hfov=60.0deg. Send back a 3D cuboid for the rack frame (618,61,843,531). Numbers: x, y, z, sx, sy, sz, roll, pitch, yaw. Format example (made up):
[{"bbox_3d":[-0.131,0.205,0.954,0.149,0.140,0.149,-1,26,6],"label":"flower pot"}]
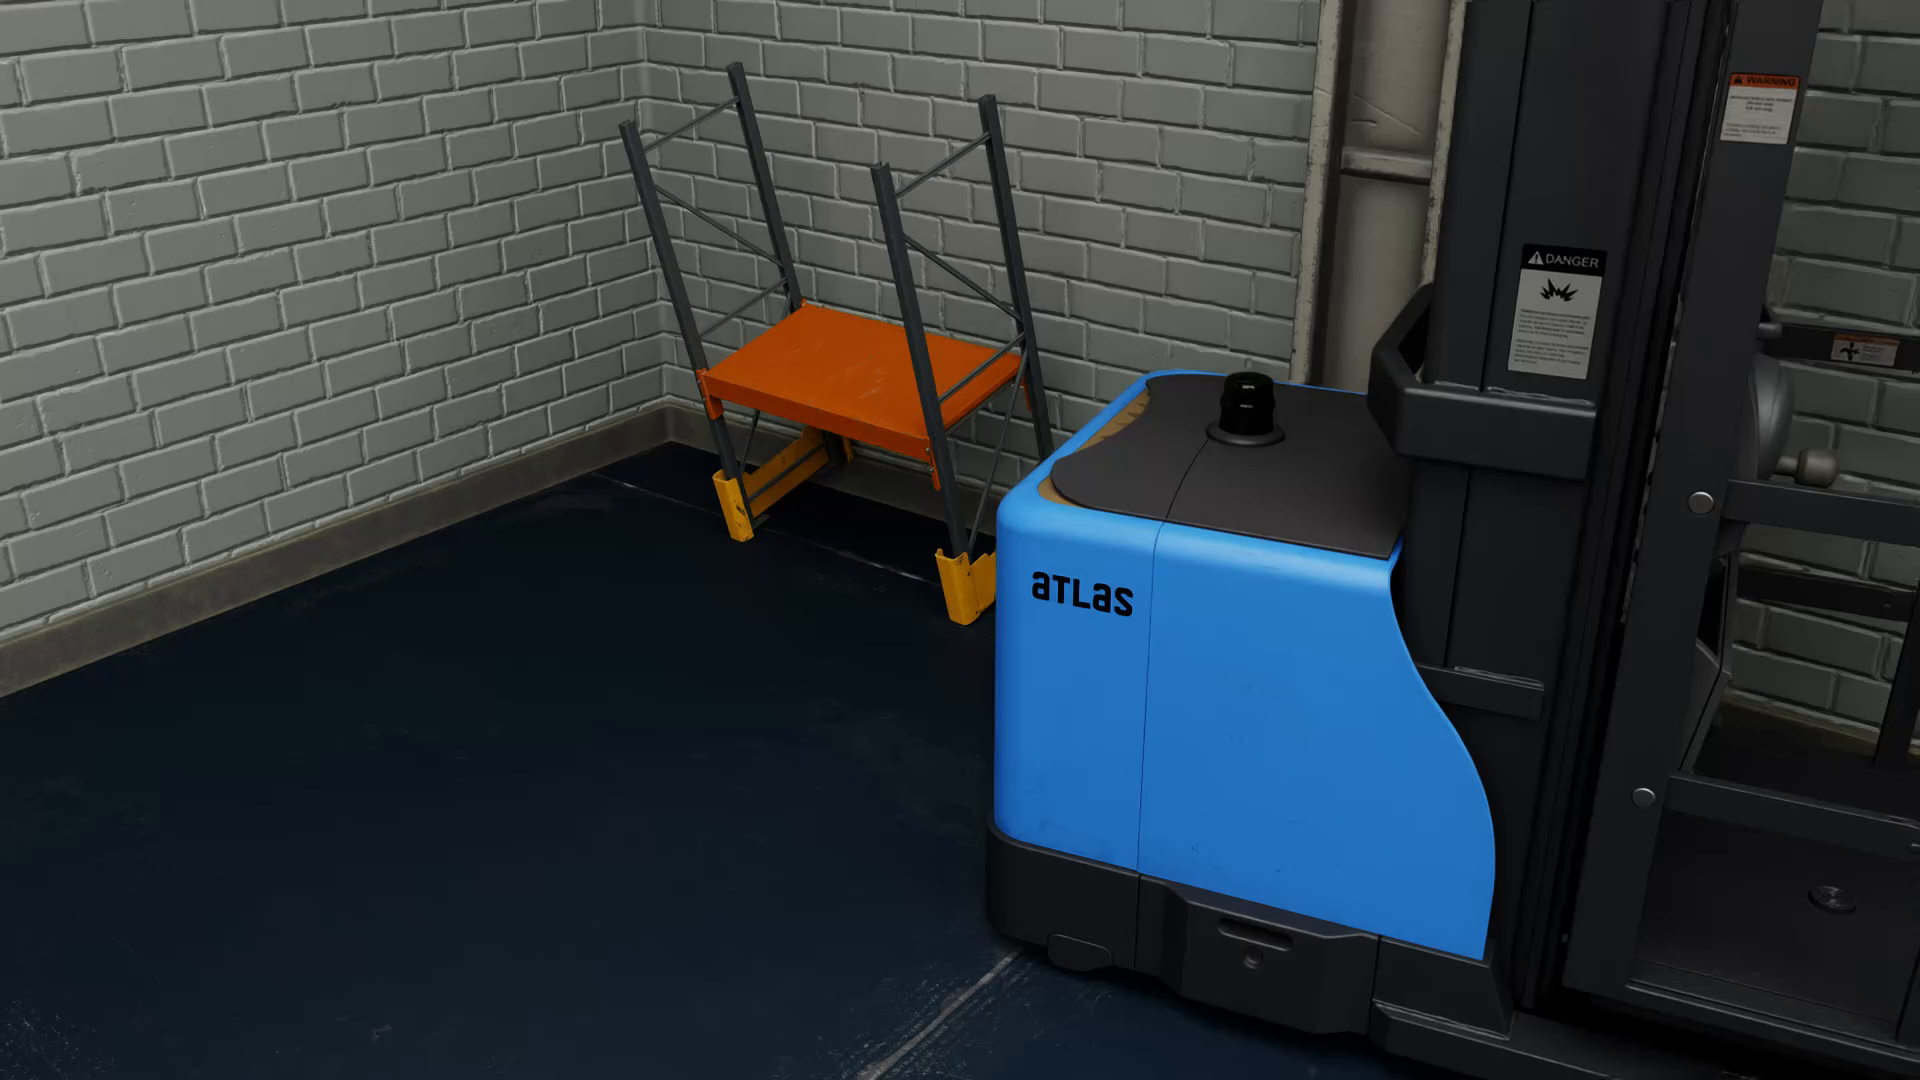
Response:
[{"bbox_3d":[-0.719,-0.760,5.488,0.032,1.500,0.500,19,45,36],"label":"rack frame"}]

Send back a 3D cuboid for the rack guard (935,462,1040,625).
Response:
[{"bbox_3d":[0.151,-0.002,5.257,0.087,0.250,0.587,19,45,36],"label":"rack guard"}]

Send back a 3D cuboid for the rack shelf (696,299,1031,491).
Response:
[{"bbox_3d":[-0.299,-0.485,5.291,1.000,0.185,0.538,19,45,36],"label":"rack shelf"}]

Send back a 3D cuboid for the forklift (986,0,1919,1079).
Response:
[{"bbox_3d":[1.618,-0.367,2.947,3.031,2.935,1.130,10,26,22],"label":"forklift"}]

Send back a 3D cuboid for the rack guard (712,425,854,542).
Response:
[{"bbox_3d":[-0.611,-0.258,5.845,0.087,0.250,0.587,19,45,36],"label":"rack guard"}]

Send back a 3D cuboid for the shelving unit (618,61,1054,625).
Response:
[{"bbox_3d":[-0.337,-0.631,5.193,1.083,1.500,0.587,19,45,36],"label":"shelving unit"}]

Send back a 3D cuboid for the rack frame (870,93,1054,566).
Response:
[{"bbox_3d":[0.059,-0.498,4.888,0.032,1.500,0.500,19,45,36],"label":"rack frame"}]
